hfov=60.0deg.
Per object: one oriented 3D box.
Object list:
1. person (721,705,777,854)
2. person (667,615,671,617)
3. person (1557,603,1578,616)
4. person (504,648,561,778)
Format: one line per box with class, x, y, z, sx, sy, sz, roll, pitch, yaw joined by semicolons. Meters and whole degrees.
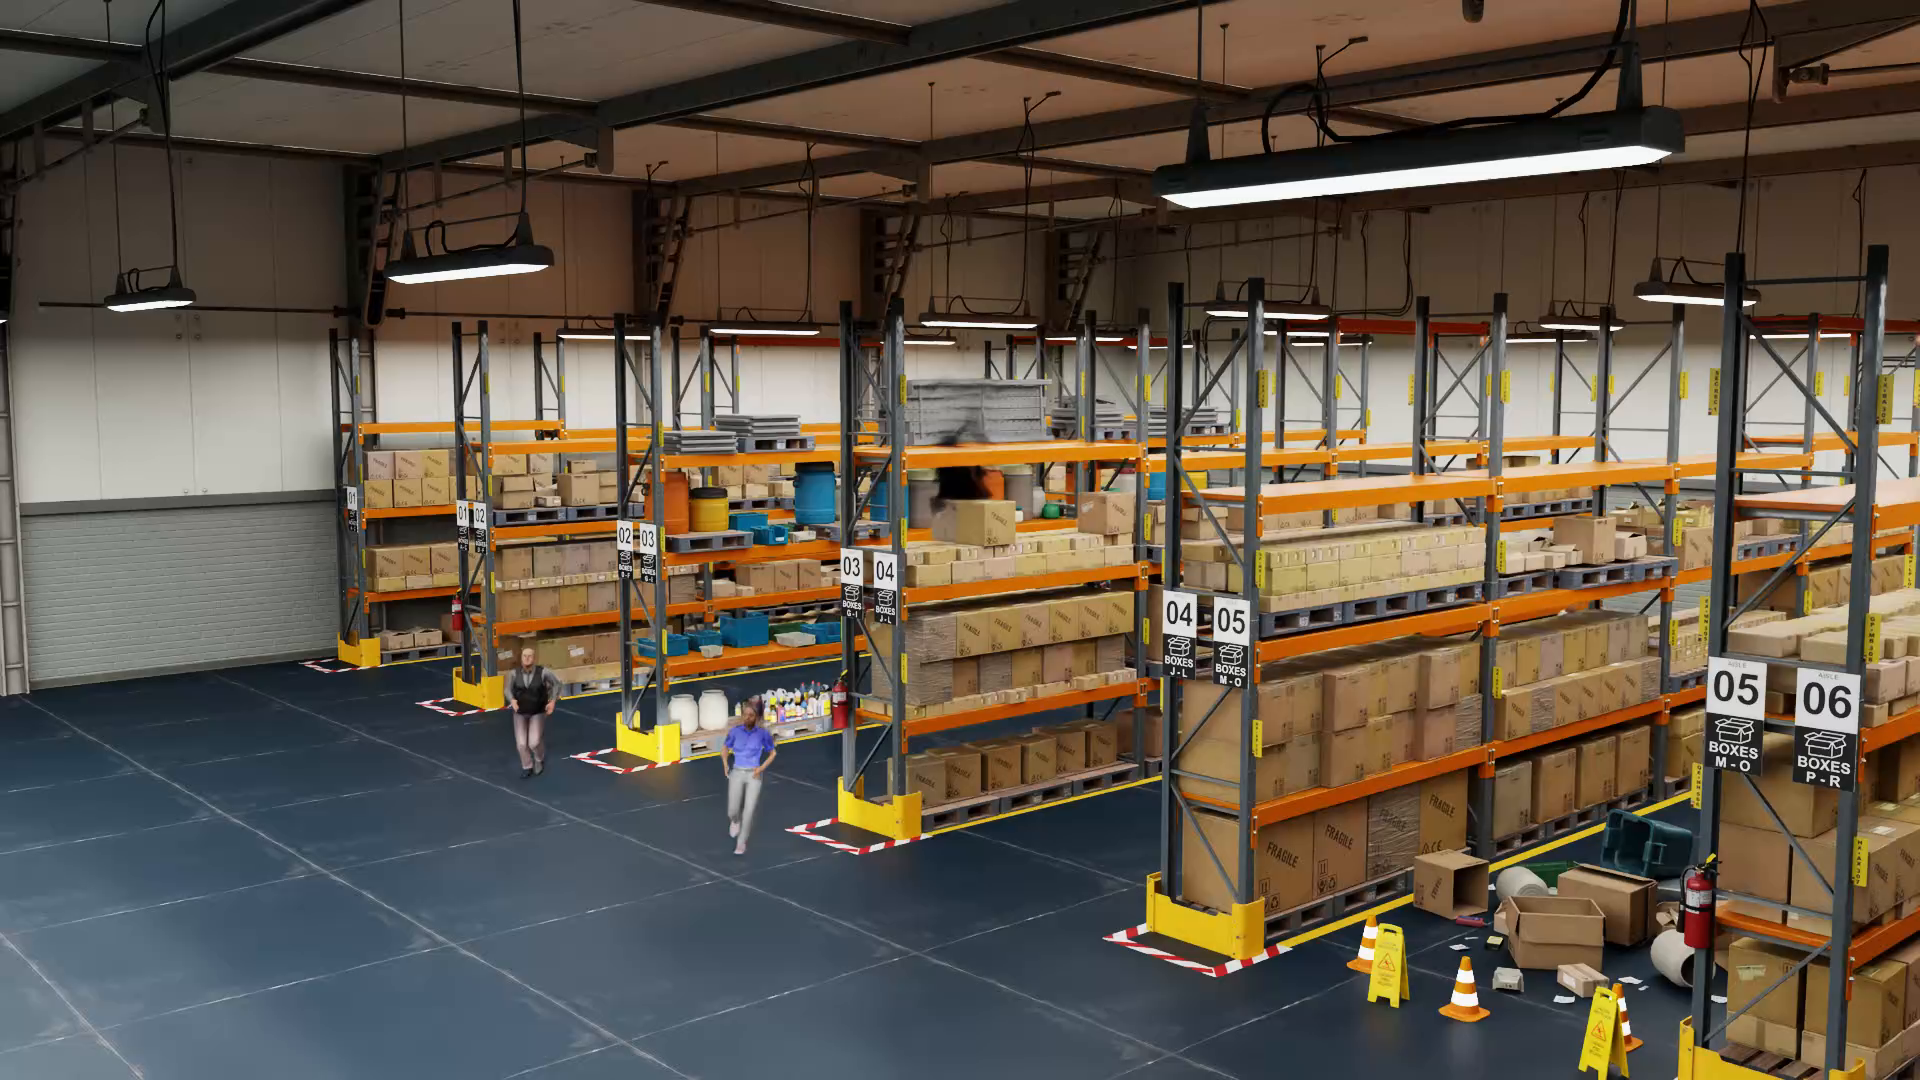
person;-2.303;2.585;18.146;0.603;1.612;0.522;0;6;0
person;-5.374;1.382;30.198;0.522;1.639;0.700;5;8;44
person;9.461;1.707;25.843;0.662;1.769;0.989;5;8;43
person;-5.489;2.227;21.274;0.693;1.686;0.581;0;6;-3
